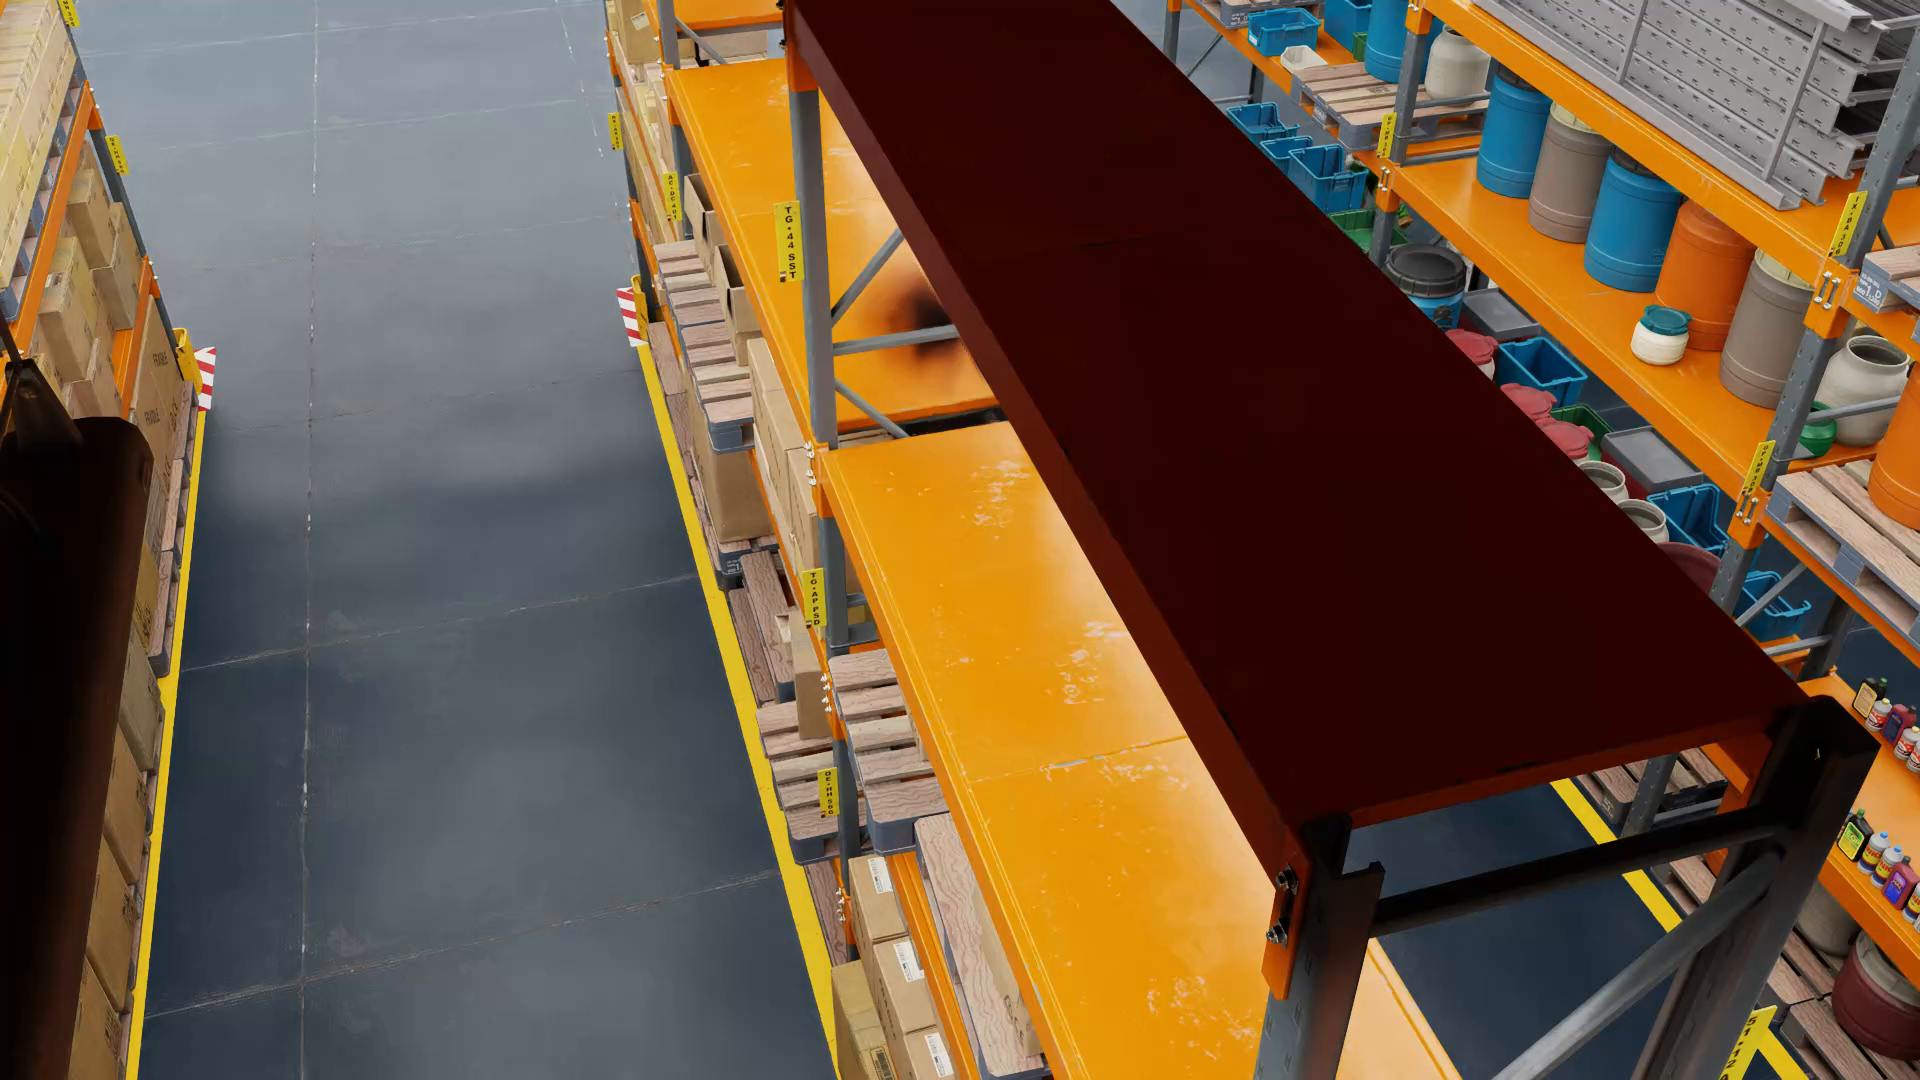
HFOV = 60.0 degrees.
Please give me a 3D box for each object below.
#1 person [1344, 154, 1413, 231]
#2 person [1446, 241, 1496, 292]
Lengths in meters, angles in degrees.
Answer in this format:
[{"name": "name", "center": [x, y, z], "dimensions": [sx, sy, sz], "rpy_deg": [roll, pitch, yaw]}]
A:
[{"name": "person", "center": [3.984, -3.694, 16.087], "dimensions": [0.718, 1.735, 0.865], "rpy_deg": [-23, 44, -26]}, {"name": "person", "center": [4.423, -2.254, 14.192], "dimensions": [0.695, 1.781, 1.045], "rpy_deg": [-15, 41, -18]}]
